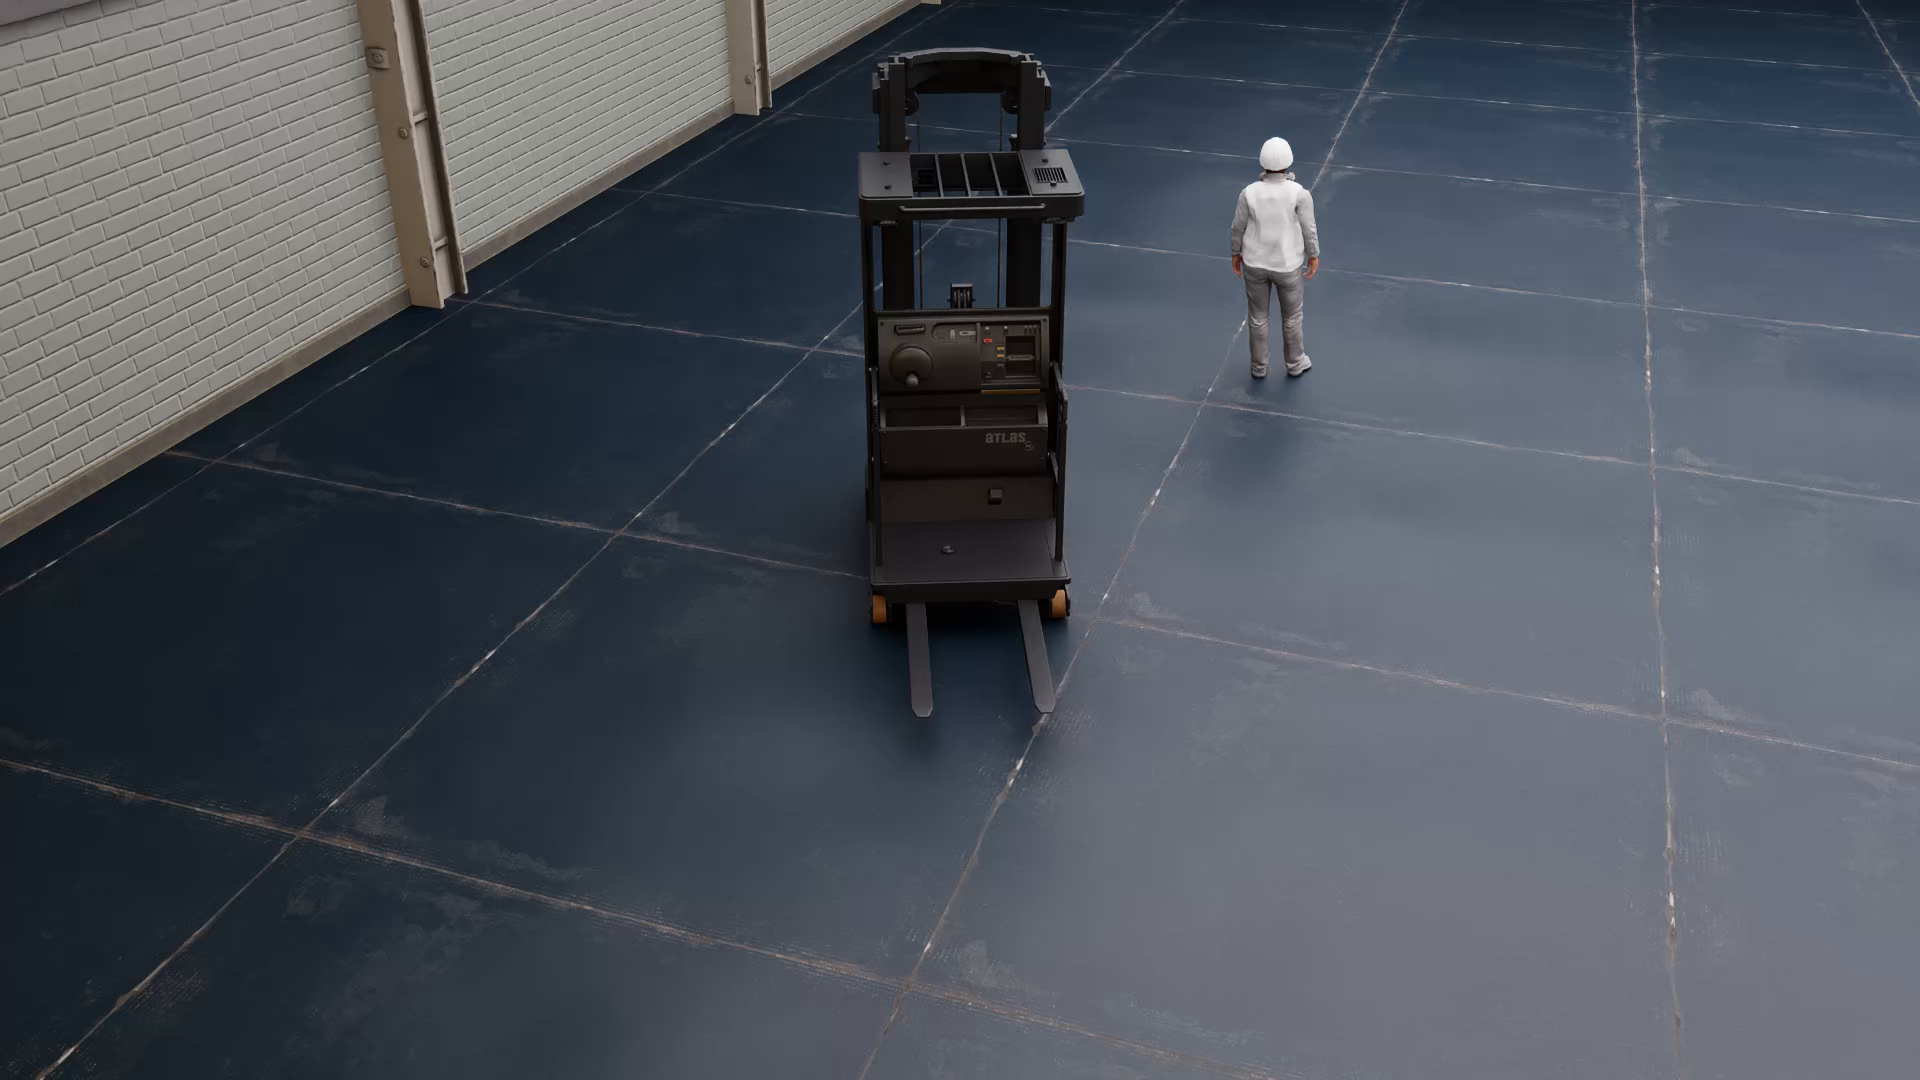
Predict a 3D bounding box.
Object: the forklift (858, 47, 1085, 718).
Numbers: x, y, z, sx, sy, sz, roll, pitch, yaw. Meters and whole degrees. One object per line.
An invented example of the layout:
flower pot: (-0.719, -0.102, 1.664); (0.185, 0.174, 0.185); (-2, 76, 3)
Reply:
forklift: (0.035, -0.972, 8.842); (1.130, 2.935, 3.031); (-2, 30, -3)

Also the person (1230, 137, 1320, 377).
person: (2.240, -2.011, 11.817); (0.633, 1.774, 0.568); (10, 31, 16)
